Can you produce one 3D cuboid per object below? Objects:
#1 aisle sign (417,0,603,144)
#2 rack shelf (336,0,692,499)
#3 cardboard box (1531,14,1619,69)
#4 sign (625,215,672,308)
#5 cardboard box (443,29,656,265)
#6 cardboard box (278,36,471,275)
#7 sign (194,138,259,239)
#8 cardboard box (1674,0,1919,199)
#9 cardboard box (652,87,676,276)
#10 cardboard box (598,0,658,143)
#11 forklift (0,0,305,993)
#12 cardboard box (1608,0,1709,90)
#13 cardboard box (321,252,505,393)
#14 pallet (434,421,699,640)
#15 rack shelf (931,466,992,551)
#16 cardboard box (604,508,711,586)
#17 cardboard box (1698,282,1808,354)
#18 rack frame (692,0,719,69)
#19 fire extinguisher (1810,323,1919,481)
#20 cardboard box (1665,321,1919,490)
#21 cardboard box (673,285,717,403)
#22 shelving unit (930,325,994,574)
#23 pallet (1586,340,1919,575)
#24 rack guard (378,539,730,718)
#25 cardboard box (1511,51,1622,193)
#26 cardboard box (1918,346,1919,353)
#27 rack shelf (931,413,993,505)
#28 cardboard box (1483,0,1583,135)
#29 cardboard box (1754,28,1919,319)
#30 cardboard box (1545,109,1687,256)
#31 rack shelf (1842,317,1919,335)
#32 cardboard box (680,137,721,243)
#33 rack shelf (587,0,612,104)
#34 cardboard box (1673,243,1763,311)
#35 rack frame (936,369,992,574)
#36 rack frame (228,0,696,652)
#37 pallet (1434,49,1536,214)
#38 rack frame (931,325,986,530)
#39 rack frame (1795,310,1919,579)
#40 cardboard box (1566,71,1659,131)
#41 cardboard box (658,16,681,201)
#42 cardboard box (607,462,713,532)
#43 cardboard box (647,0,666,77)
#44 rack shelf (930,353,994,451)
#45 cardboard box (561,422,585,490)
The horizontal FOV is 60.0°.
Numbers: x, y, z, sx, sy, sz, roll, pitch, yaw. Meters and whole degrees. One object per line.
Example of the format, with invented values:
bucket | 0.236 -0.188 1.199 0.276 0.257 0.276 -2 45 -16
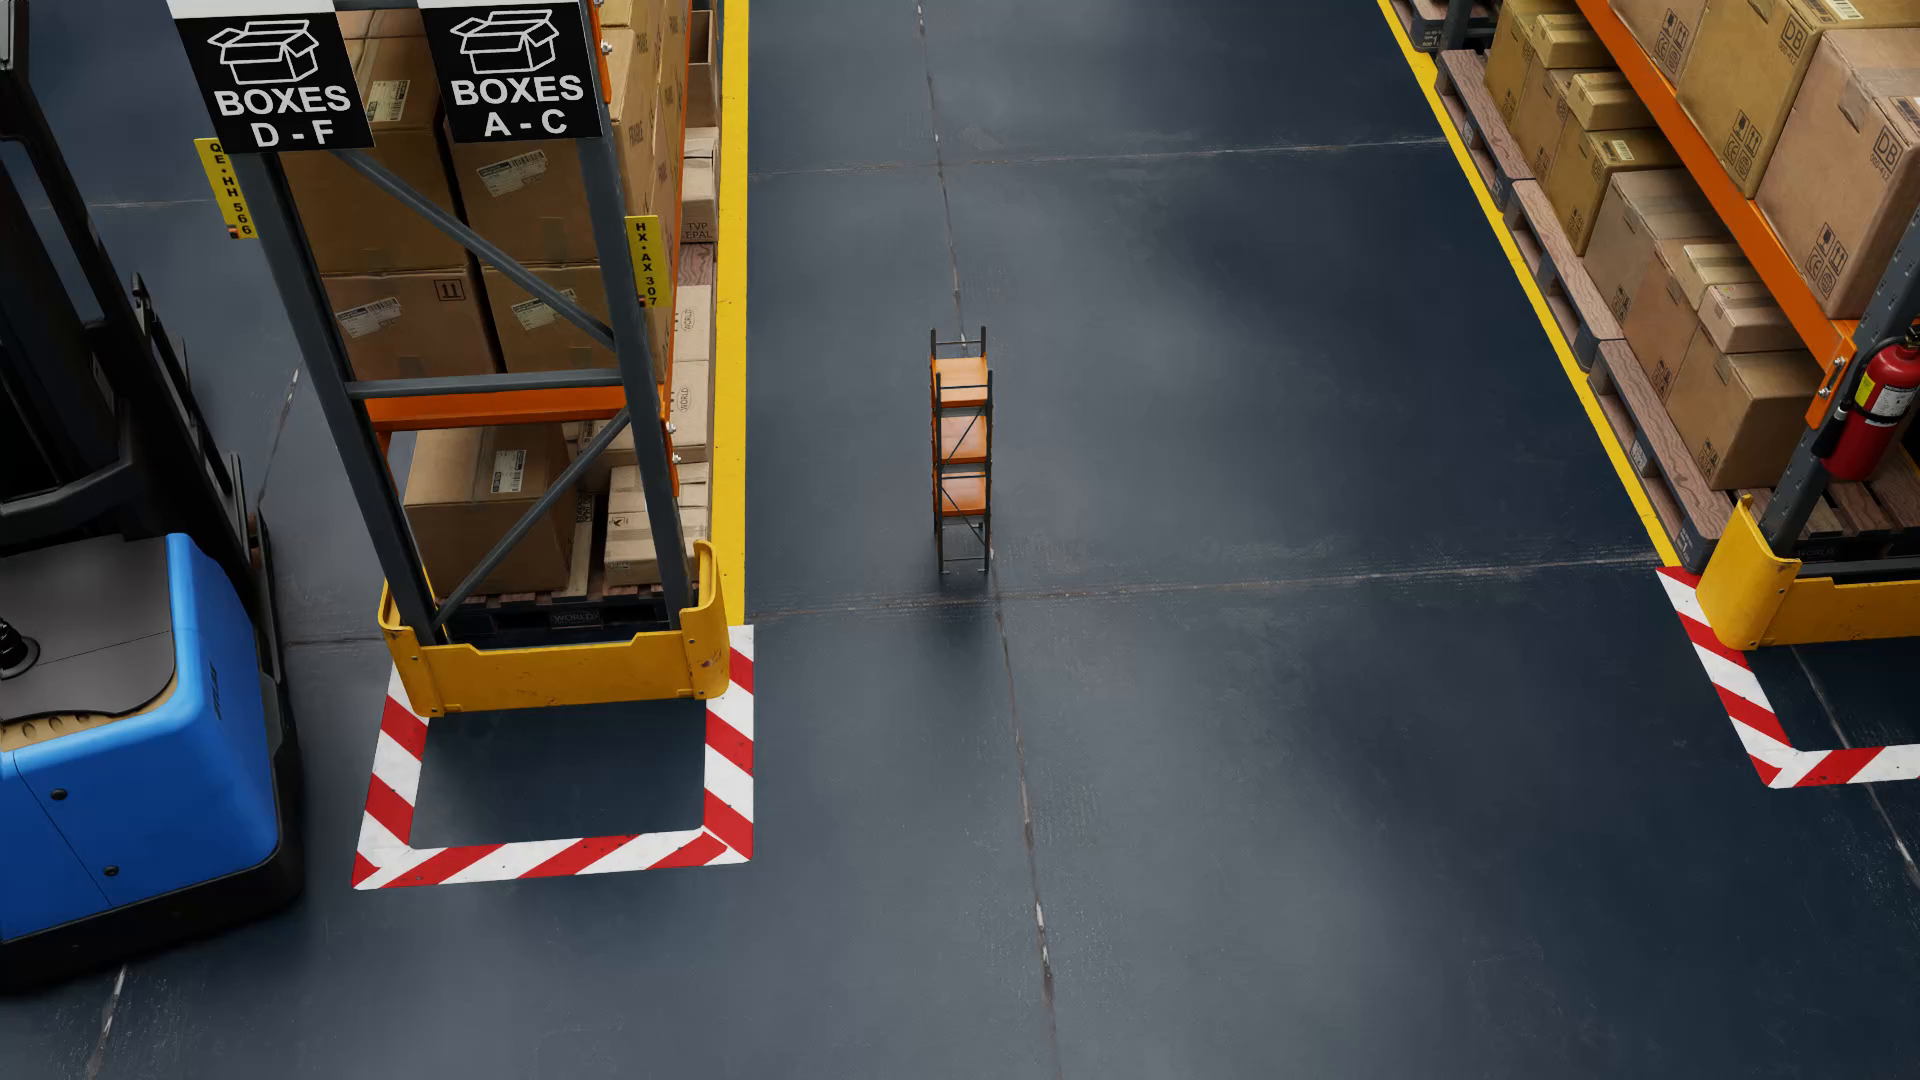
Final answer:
aisle sign | -1.154 -1.341 4.164 0.394 0.787 0.004 -3 47 -3
rack shelf | -1.620 -1.678 6.769 1.077 0.370 4.000 -3 47 -3
cardboard box | 2.956 -2.378 7.922 0.380 0.149 0.250 -2 47 -2
sign | -0.912 -0.809 4.854 0.100 0.325 0.005 -3 47 -3
cardboard box | -1.227 -1.194 5.057 0.500 0.500 0.500 -2 47 -2
cardboard box | -1.764 -1.162 5.027 0.500 0.500 0.500 -4 47 -4
sign | -2.007 -0.966 4.584 0.100 0.325 0.005 -3 47 -3
cardboard box | 3.359 -1.780 6.163 0.980 0.700 0.700 -4 47 -4
cardboard box | -1.275 -1.223 5.773 0.500 0.500 0.500 -4 47 -4
cardboard box | -1.278 -1.572 5.415 0.500 0.500 0.500 -3 47 -3
forklift | -3.202 -0.654 5.351 1.130 2.935 3.031 -16 49 -14
cardboard box | 3.304 -2.332 6.686 0.980 0.700 0.700 -6 47 -5
cardboard box | -1.761 -0.820 5.392 0.500 0.500 0.500 -2 47 -2
pallet | -1.526 -0.151 6.748 1.003 0.211 1.213 -3 47 -3
rack shelf | 0.004 -0.124 6.542 0.215 0.259 0.240 -3 47 -3
cardboard box | -1.145 0.027 6.319 0.380 0.149 0.250 -3 47 -3
cardboard box | 3.133 -0.872 6.496 0.380 0.149 0.250 -4 47 -4
rack frame | -1.787 -3.373 7.878 1.000 3.000 0.127 -3 47 -3
fire extinguisher | 3.036 -0.490 5.459 0.296 0.674 0.183 -3 47 -3
cardboard box | 3.325 -0.568 6.654 0.700 0.500 0.500 -3 47 -3
cardboard box | -1.299 -0.818 7.050 0.500 0.250 0.500 -3 47 -3
shelving unit | 0.004 -0.322 6.332 0.215 1.050 0.252 -3 47 -3
pallet | 3.339 -0.397 6.981 1.003 0.211 1.213 -3 47 -3
rack guard | -1.459 0.326 6.097 1.175 0.500 0.348 -3 47 -3
cardboard box | 3.148 -2.050 8.058 0.700 0.500 0.500 -4 47 -4
cardboard box | 3.535 -0.712 6.344 0.380 0.149 0.250 -3 47 -3
rack shelf | 0.004 -0.315 6.340 0.215 0.259 0.240 -3 47 -3
cardboard box | 3.109 -2.414 8.403 0.700 0.500 0.500 -3 47 -3
cardboard box | 3.431 -1.254 5.665 0.980 0.700 0.700 -2 47 -1
cardboard box | 3.189 -1.679 7.706 0.700 0.500 0.500 -3 47 -2
rack shelf | 3.316 -2.049 6.986 0.919 0.124 3.809 -3 47 -3
cardboard box | -1.394 -1.662 7.807 0.500 0.311 0.500 -3 47 -3
rack shelf | -1.620 -2.710 5.680 1.077 0.370 4.000 -3 47 -3
cardboard box | 3.111 -1.057 6.671 0.380 0.149 0.250 -2 47 -2
rack frame | 0.015 -0.234 6.249 0.200 1.050 0.008 -3 47 -3
rack frame | -1.452 -0.479 5.137 1.000 3.000 0.127 -3 47 -3
pallet | 3.134 -2.163 8.653 1.003 0.211 1.213 -3 47 -3
rack frame | -0.006 -0.411 6.416 0.200 1.050 0.008 -3 47 -3
rack frame | 3.480 -0.782 5.425 0.949 2.616 0.053 -3 47 -3
cardboard box | 3.000 -2.000 7.564 0.380 0.149 0.250 -5 47 -4
cardboard box | -1.314 -1.586 6.117 0.500 0.500 0.500 -4 47 -3
cardboard box | -1.166 -0.160 6.484 0.380 0.166 0.250 -3 47 -3
cardboard box | -1.315 -1.934 5.758 0.500 0.500 0.500 -3 47 -3
rack shelf | 0.004 -0.510 6.134 0.215 0.259 0.240 -3 47 -3
cardboard box | -1.688 -0.332 6.647 0.380 0.166 0.250 -3 47 -3
